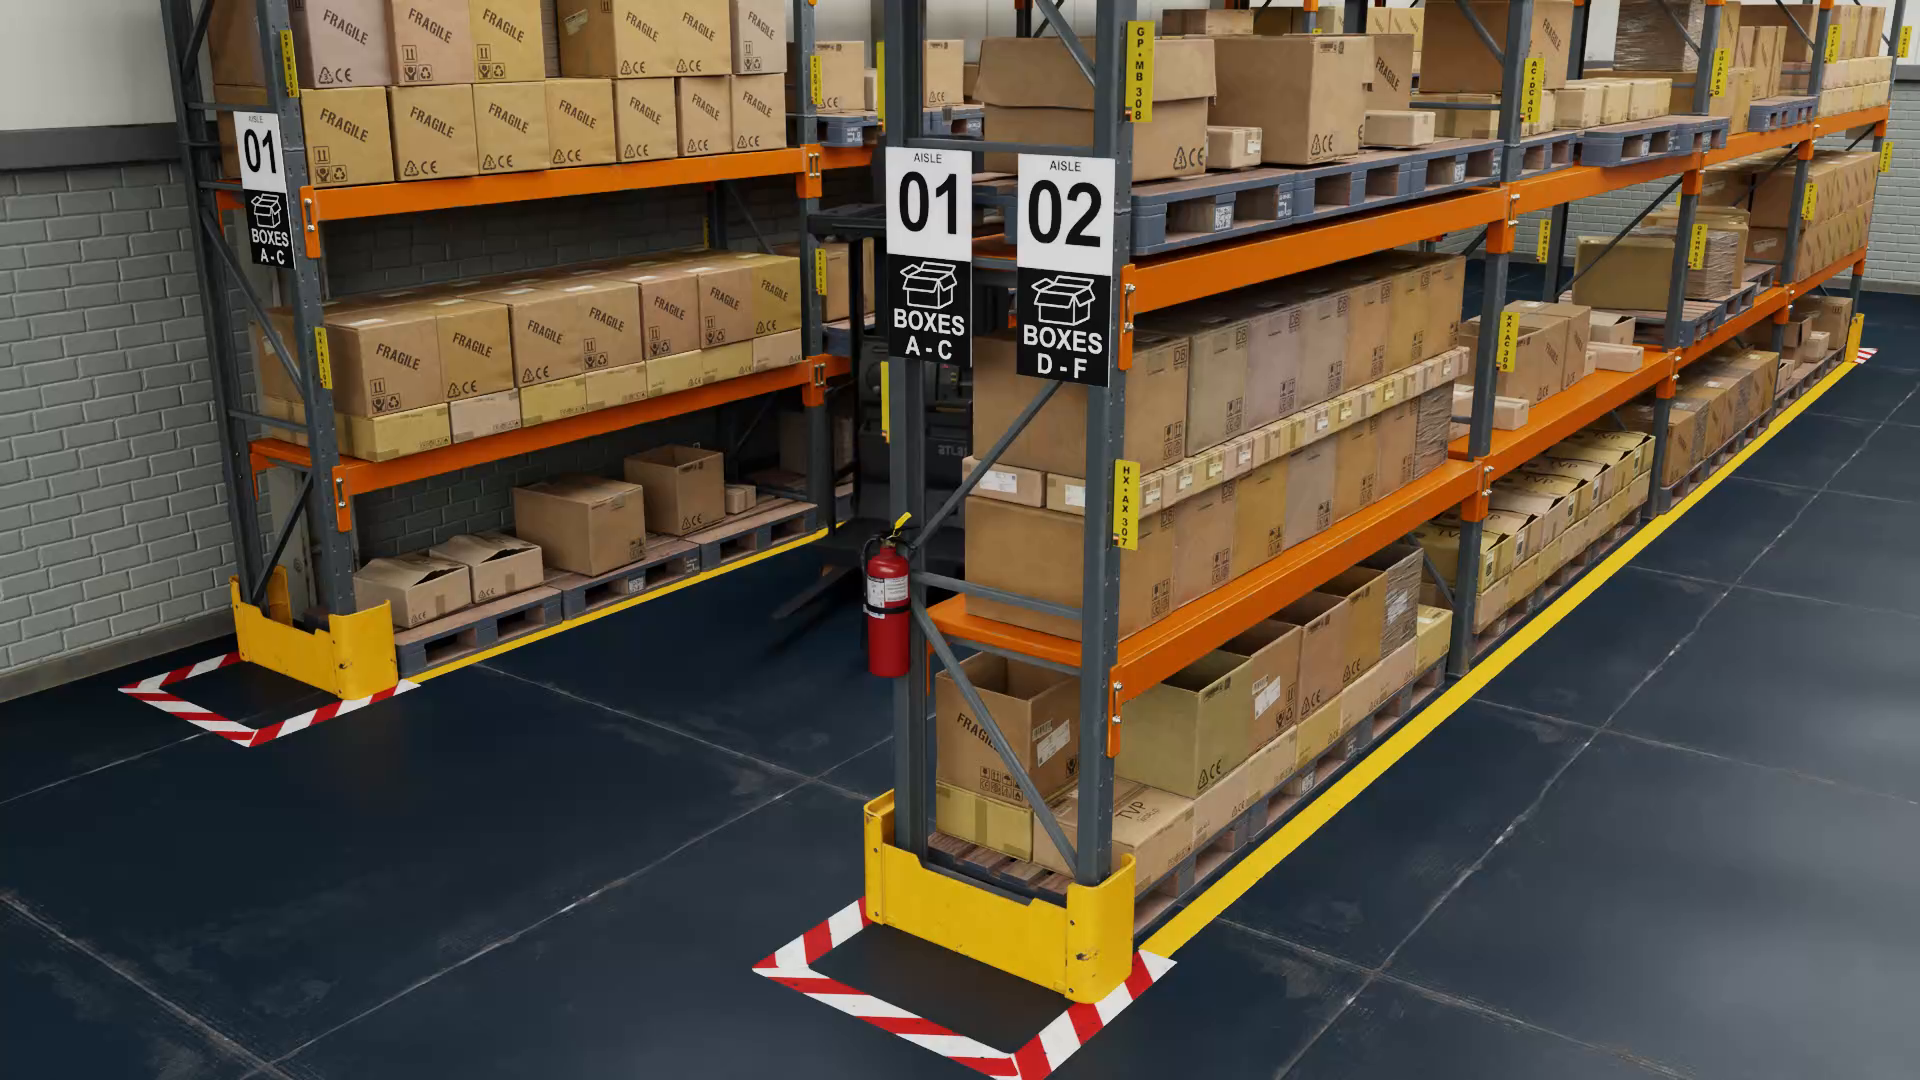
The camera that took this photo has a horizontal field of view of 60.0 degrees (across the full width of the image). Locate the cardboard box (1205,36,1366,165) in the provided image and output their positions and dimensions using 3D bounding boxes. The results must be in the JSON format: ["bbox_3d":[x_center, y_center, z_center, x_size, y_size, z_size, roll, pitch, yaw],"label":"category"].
[{"bbox_3d":[1.367,-1.870,7.037,0.500,0.500,0.500,12,21,35],"label":"cardboard box"}]

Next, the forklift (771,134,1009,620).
[{"bbox_3d":[-0.302,-1.108,10.869,1.130,2.935,3.031,6,18,19],"label":"forklift"}]

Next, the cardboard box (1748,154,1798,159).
[{"bbox_3d":[8.608,-3.808,17.594,0.500,0.500,0.500,13,21,35],"label":"cardboard box"}]

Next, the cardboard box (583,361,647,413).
[{"bbox_3d":[-2.368,-1.014,10.671,0.500,0.250,0.500,13,21,35],"label":"cardboard box"}]

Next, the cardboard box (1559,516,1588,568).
[{"bbox_3d":[3.896,-0.034,11.223,0.500,0.250,0.500,13,21,36],"label":"cardboard box"}]

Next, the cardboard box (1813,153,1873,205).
[{"bbox_3d":[9.347,-3.836,17.685,0.500,0.500,0.500,13,22,36],"label":"cardboard box"}]

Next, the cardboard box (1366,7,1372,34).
[{"bbox_3d":[4.279,-5.719,18.656,0.500,0.500,0.500,12,21,34],"label":"cardboard box"}]

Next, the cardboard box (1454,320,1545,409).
[{"bbox_3d":[3.326,-1.081,10.499,0.500,0.500,0.500,14,22,39],"label":"cardboard box"}]

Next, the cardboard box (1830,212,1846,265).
[{"bbox_3d":[8.735,-3.117,17.054,0.500,0.500,0.500,12,21,34],"label":"cardboard box"}]

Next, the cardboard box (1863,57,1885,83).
[{"bbox_3d":[9.292,-4.899,17.314,0.500,0.250,0.500,12,21,35],"label":"cardboard box"}]

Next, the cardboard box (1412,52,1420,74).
[{"bbox_3d":[5.178,-5.724,19.937,0.500,0.250,0.500,11,21,33],"label":"cardboard box"}]

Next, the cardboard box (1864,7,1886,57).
[{"bbox_3d":[9.398,-5.419,17.722,0.700,0.500,0.500,12,21,35],"label":"cardboard box"}]

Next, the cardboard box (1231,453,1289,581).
[{"bbox_3d":[1.056,-0.175,7.581,0.700,0.500,0.500,13,21,35],"label":"cardboard box"}]

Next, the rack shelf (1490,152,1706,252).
[{"bbox_3d":[3.733,-2.293,10.726,1.077,0.370,4.000,12,21,35],"label":"rack shelf"}]

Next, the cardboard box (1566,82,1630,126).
[{"bbox_3d":[4.052,-2.862,10.888,0.500,0.250,0.500,12,21,34],"label":"cardboard box"}]

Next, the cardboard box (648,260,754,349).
[{"bbox_3d":[-1.765,-1.611,11.329,0.500,0.500,0.500,12,21,34],"label":"cardboard box"}]

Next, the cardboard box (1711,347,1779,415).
[{"bbox_3d":[7.244,-1.481,15.430,0.500,0.500,0.500,12,21,34],"label":"cardboard box"}]

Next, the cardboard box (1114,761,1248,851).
[{"bbox_3d":[0.951,1.129,7.478,0.500,0.250,0.500,12,21,35],"label":"cardboard box"}]

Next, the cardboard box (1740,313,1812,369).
[{"bbox_3d":[8.423,-2.100,17.414,0.797,0.503,0.637,12,21,35],"label":"cardboard box"}]

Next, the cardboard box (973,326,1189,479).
[{"bbox_3d":[0.478,-0.564,6.646,0.700,0.500,0.500,13,21,35],"label":"cardboard box"}]

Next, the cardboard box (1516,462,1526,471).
[{"bbox_3d":[3.765,-0.515,11.828,0.500,0.311,0.500,12,21,33],"label":"cardboard box"}]

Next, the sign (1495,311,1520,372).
[{"bbox_3d":[2.988,-1.081,9.075,0.100,0.325,0.005,12,21,35],"label":"sign"}]

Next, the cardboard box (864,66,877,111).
[{"bbox_3d":[-0.682,-3.456,12.698,0.500,0.311,0.500,13,22,36],"label":"cardboard box"}]

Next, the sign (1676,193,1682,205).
[{"bbox_3d":[6.868,-3.141,15.840,0.100,0.325,0.005,12,21,35],"label":"sign"}]

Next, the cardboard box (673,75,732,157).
[{"bbox_3d":[-1.853,-2.810,10.975,0.500,0.500,0.500,10,20,30],"label":"cardboard box"}]

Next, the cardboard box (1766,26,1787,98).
[{"bbox_3d":[6.949,-4.255,14.784,0.600,0.600,0.600,10,20,30],"label":"cardboard box"}]

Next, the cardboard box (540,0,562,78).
[{"bbox_3d":[-2.842,-3.130,10.318,0.500,0.500,0.500,12,21,35],"label":"cardboard box"}]

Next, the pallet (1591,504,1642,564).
[{"bbox_3d":[4.403,-0.160,12.402,1.003,0.211,1.213,12,21,35],"label":"pallet"}]

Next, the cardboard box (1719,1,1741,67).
[{"bbox_3d":[5.797,-3.984,13.103,0.500,0.500,0.500,12,21,35],"label":"cardboard box"}]

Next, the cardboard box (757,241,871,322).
[{"bbox_3d":[-1.109,-1.975,12.637,0.700,0.500,0.500,12,21,35],"label":"cardboard box"}]

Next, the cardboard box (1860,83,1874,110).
[{"bbox_3d":[9.003,-4.539,16.999,0.500,0.250,0.500,12,21,35],"label":"cardboard box"}]

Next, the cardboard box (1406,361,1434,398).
[{"bbox_3d":[2.248,-0.861,8.698,0.380,0.149,0.250,12,21,33],"label":"cardboard box"}]

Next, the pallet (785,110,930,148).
[{"bbox_3d":[-0.986,-3.073,12.342,1.213,0.211,1.003,12,21,35],"label":"pallet"}]

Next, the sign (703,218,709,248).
[{"bbox_3d":[-1.887,-2.253,12.487,0.100,0.325,0.005,12,21,35],"label":"sign"}]

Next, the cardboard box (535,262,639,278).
[{"bbox_3d":[-2.500,-1.583,11.238,0.500,0.500,0.500,13,22,36],"label":"cardboard box"}]

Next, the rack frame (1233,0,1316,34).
[{"bbox_3d":[3.327,-6.373,17.592,1.000,3.000,0.127,12,21,35],"label":"rack frame"}]

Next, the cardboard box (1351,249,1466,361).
[{"bbox_3d":[2.282,-1.288,8.979,0.700,0.500,0.500,13,21,35],"label":"cardboard box"}]

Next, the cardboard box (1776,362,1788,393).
[{"bbox_3d":[7.732,-1.621,16.198,0.500,0.311,0.500,12,21,35],"label":"cardboard box"}]

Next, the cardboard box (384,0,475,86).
[{"bbox_3d":[-3.059,-2.776,9.180,0.500,0.500,0.500,12,21,34],"label":"cardboard box"}]

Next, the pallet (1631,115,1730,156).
[{"bbox_3d":[4.592,-2.845,11.610,1.213,0.211,1.003,14,22,37],"label":"pallet"}]

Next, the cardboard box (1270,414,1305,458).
[{"bbox_3d":[1.330,-0.495,7.518,0.380,0.149,0.250,12,21,34],"label":"cardboard box"}]

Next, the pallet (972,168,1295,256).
[{"bbox_3d":[0.600,-1.329,6.558,1.003,0.211,1.213,12,21,35],"label":"pallet"}]

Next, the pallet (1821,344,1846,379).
[{"bbox_3d":[9.172,-2.046,18.477,1.003,0.211,1.213,12,21,35],"label":"pallet"}]

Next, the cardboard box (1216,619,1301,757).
[{"bbox_3d":[1.240,0.650,7.756,0.500,0.500,0.500,12,21,35],"label":"cardboard box"}]

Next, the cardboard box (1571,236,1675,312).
[{"bbox_3d":[5.209,-2.099,13.068,0.700,0.500,0.500,5,18,16],"label":"cardboard box"}]

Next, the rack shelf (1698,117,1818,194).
[{"bbox_3d":[6.116,-3.246,13.794,1.077,0.370,4.000,12,21,35],"label":"rack shelf"}]

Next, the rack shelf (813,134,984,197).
[{"bbox_3d":[-0.248,-3.168,13.542,1.077,0.370,4.000,12,21,35],"label":"rack shelf"}]

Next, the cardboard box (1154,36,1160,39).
[{"bbox_3d":[1.460,-4.507,15.730,0.700,0.500,0.500,11,20,32],"label":"cardboard box"}]

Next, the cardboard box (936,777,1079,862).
[{"bbox_3d":[0.240,1.157,7.387,0.500,0.250,0.500,12,21,35],"label":"cardboard box"}]

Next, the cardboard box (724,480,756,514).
[{"bbox_3d":[-1.734,-0.327,12.273,0.380,0.166,0.250,9,20,28],"label":"cardboard box"}]

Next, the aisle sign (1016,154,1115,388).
[{"bbox_3d":[0.365,-0.947,5.852,0.394,0.787,0.004,12,21,35],"label":"aisle sign"}]

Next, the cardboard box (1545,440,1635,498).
[{"bbox_3d":[4.506,-0.543,11.916,0.500,0.311,0.500,12,21,34],"label":"cardboard box"}]

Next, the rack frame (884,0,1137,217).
[{"bbox_3d":[0.158,-2.640,5.572,1.000,3.000,0.127,12,21,35],"label":"rack frame"}]

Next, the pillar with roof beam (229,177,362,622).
[{"bbox_3d":[-0.643,-3.074,6.968,9.100,9.000,0.400,12,21,35],"label":"pillar with roof beam"}]

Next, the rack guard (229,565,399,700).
[{"bbox_3d":[-3.777,0.526,9.707,1.175,0.500,0.348,12,21,35],"label":"rack guard"}]

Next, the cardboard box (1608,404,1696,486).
[{"bbox_3d":[5.425,-0.755,13.090,0.500,0.500,0.500,14,22,37],"label":"cardboard box"}]

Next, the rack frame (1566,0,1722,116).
[{"bbox_3d":[4.925,-4.546,11.708,1.000,3.000,0.127,12,21,35],"label":"rack frame"}]
